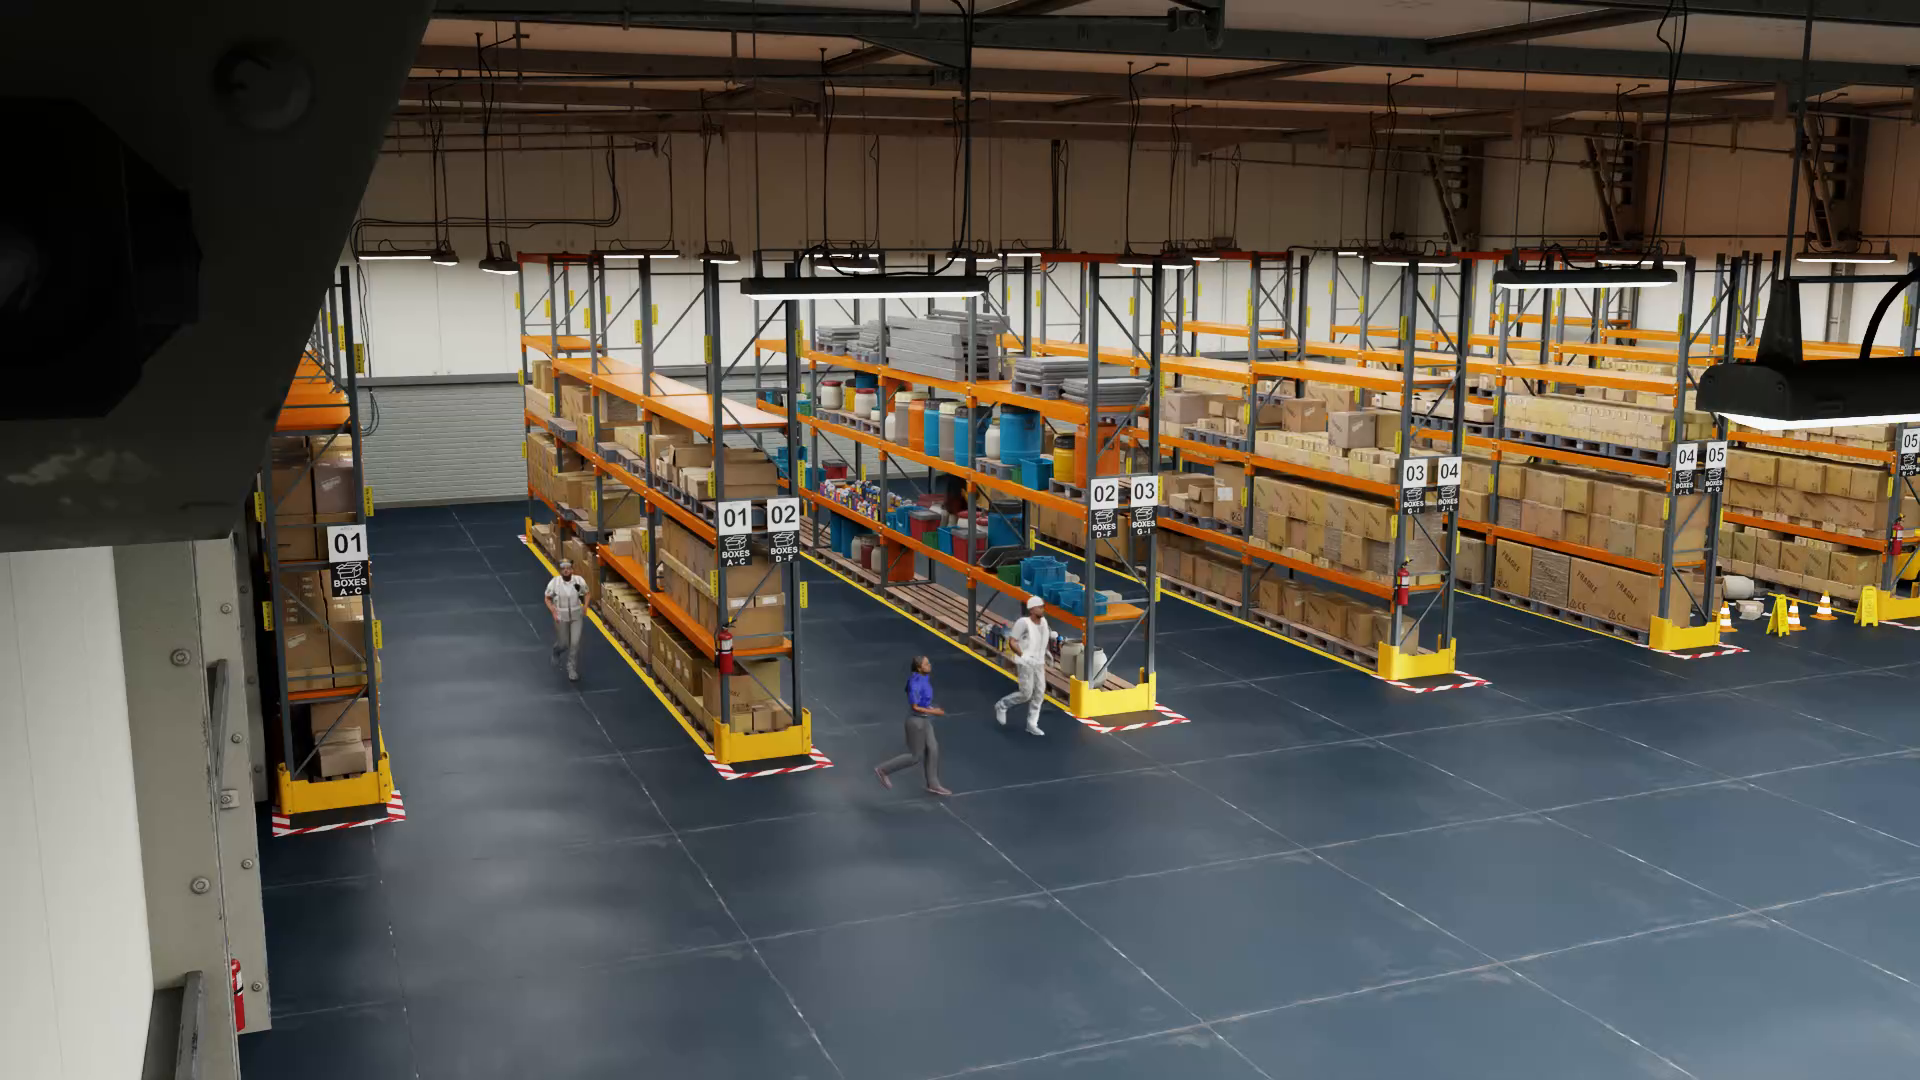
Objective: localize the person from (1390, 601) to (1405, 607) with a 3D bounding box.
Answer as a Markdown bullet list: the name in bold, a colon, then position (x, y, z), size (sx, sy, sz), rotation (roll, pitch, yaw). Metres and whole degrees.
- **person**: position (7.597, 0.343, 28.392), size (0.639, 1.685, 0.651), rotation (-7, 12, -33)

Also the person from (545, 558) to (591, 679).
- **person**: position (-5.689, 1.106, 24.199), size (0.659, 1.764, 0.659), rotation (-4, 11, -21)

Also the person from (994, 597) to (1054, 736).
- **person**: position (0.904, 1.586, 21.526), size (0.747, 1.746, 0.714), rotation (9, 14, 41)

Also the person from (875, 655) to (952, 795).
- **person**: position (-0.530, 2.119, 19.005), size (0.868, 1.650, 0.589), rotation (1, 10, 4)
